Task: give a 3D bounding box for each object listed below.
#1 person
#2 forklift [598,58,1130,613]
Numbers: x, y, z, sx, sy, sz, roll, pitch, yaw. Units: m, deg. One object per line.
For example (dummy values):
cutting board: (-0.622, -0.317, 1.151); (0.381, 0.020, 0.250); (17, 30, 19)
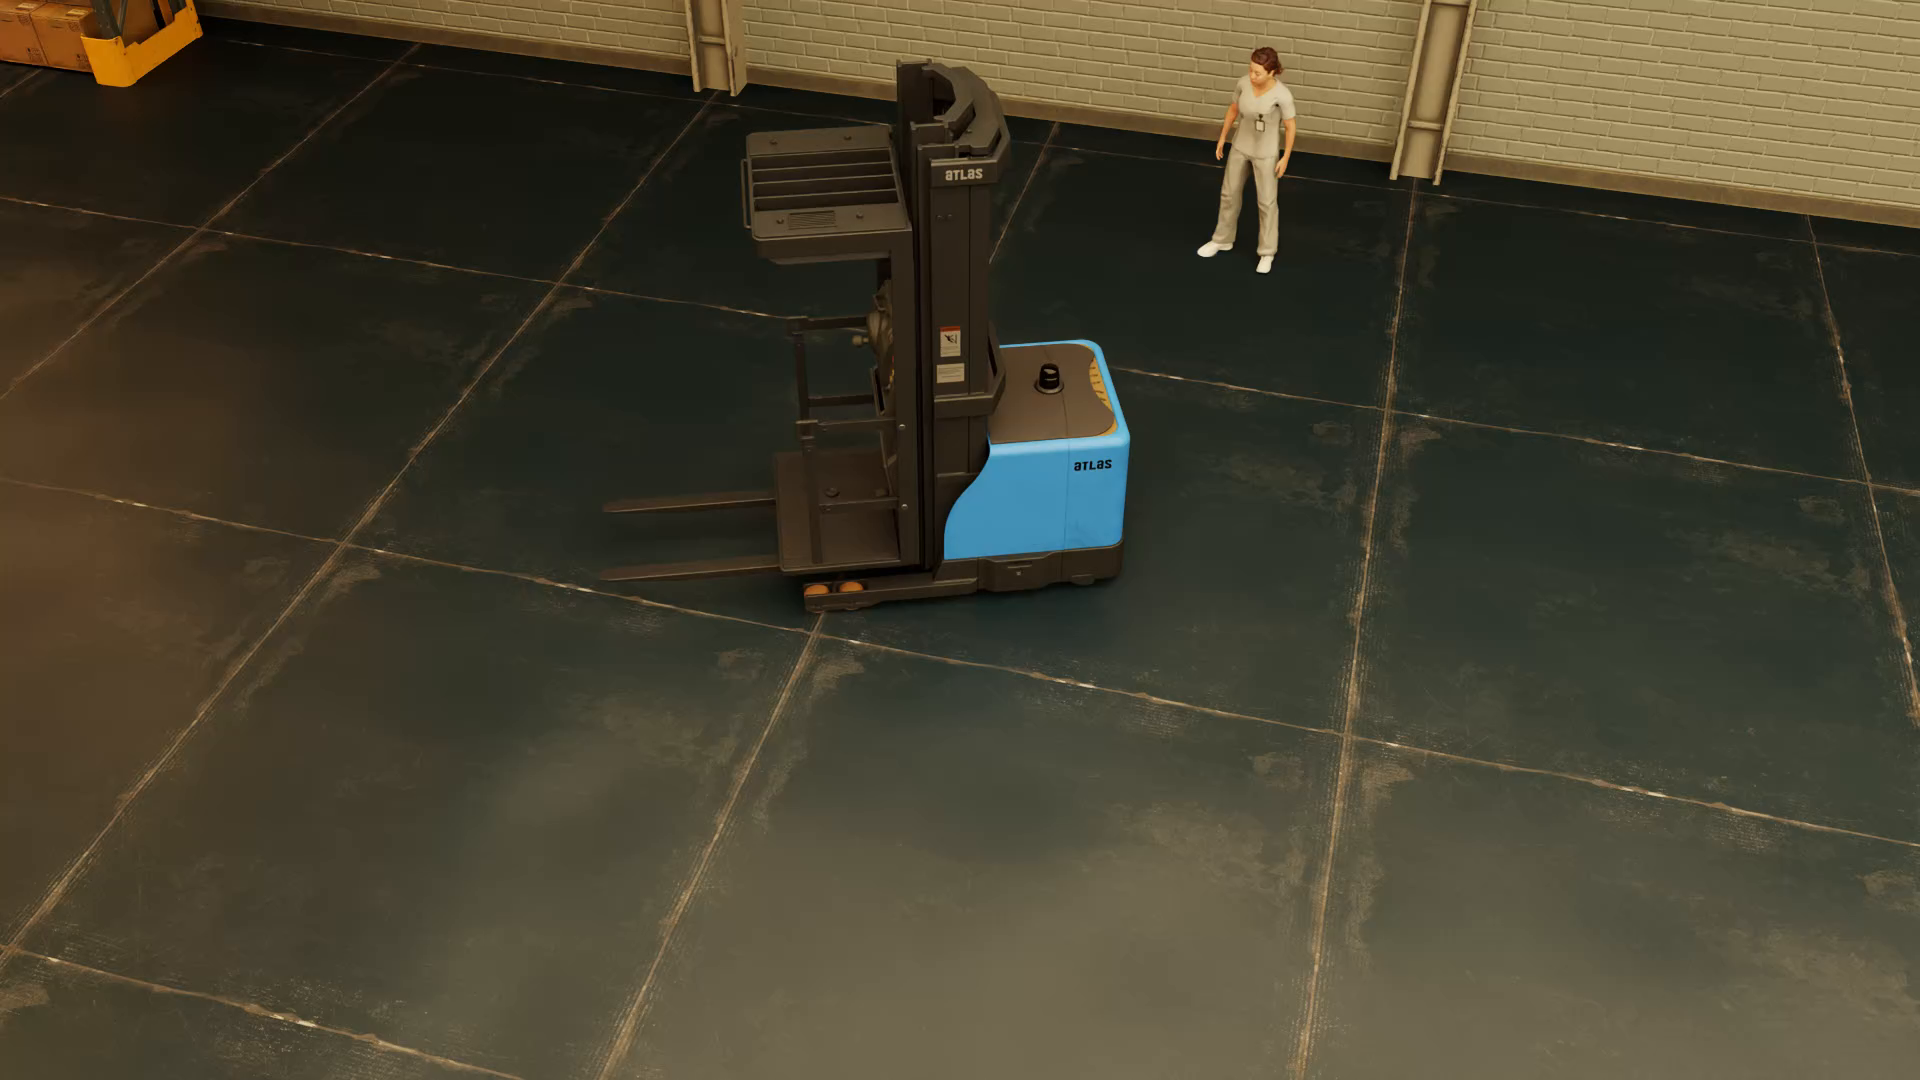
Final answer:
person: (2.113, -2.769, 11.976); (0.572, 1.680, 0.400); (26, 48, 27)
forklift: (-0.604, -1.052, 9.062); (3.031, 2.935, 1.130); (-5, 41, -5)
